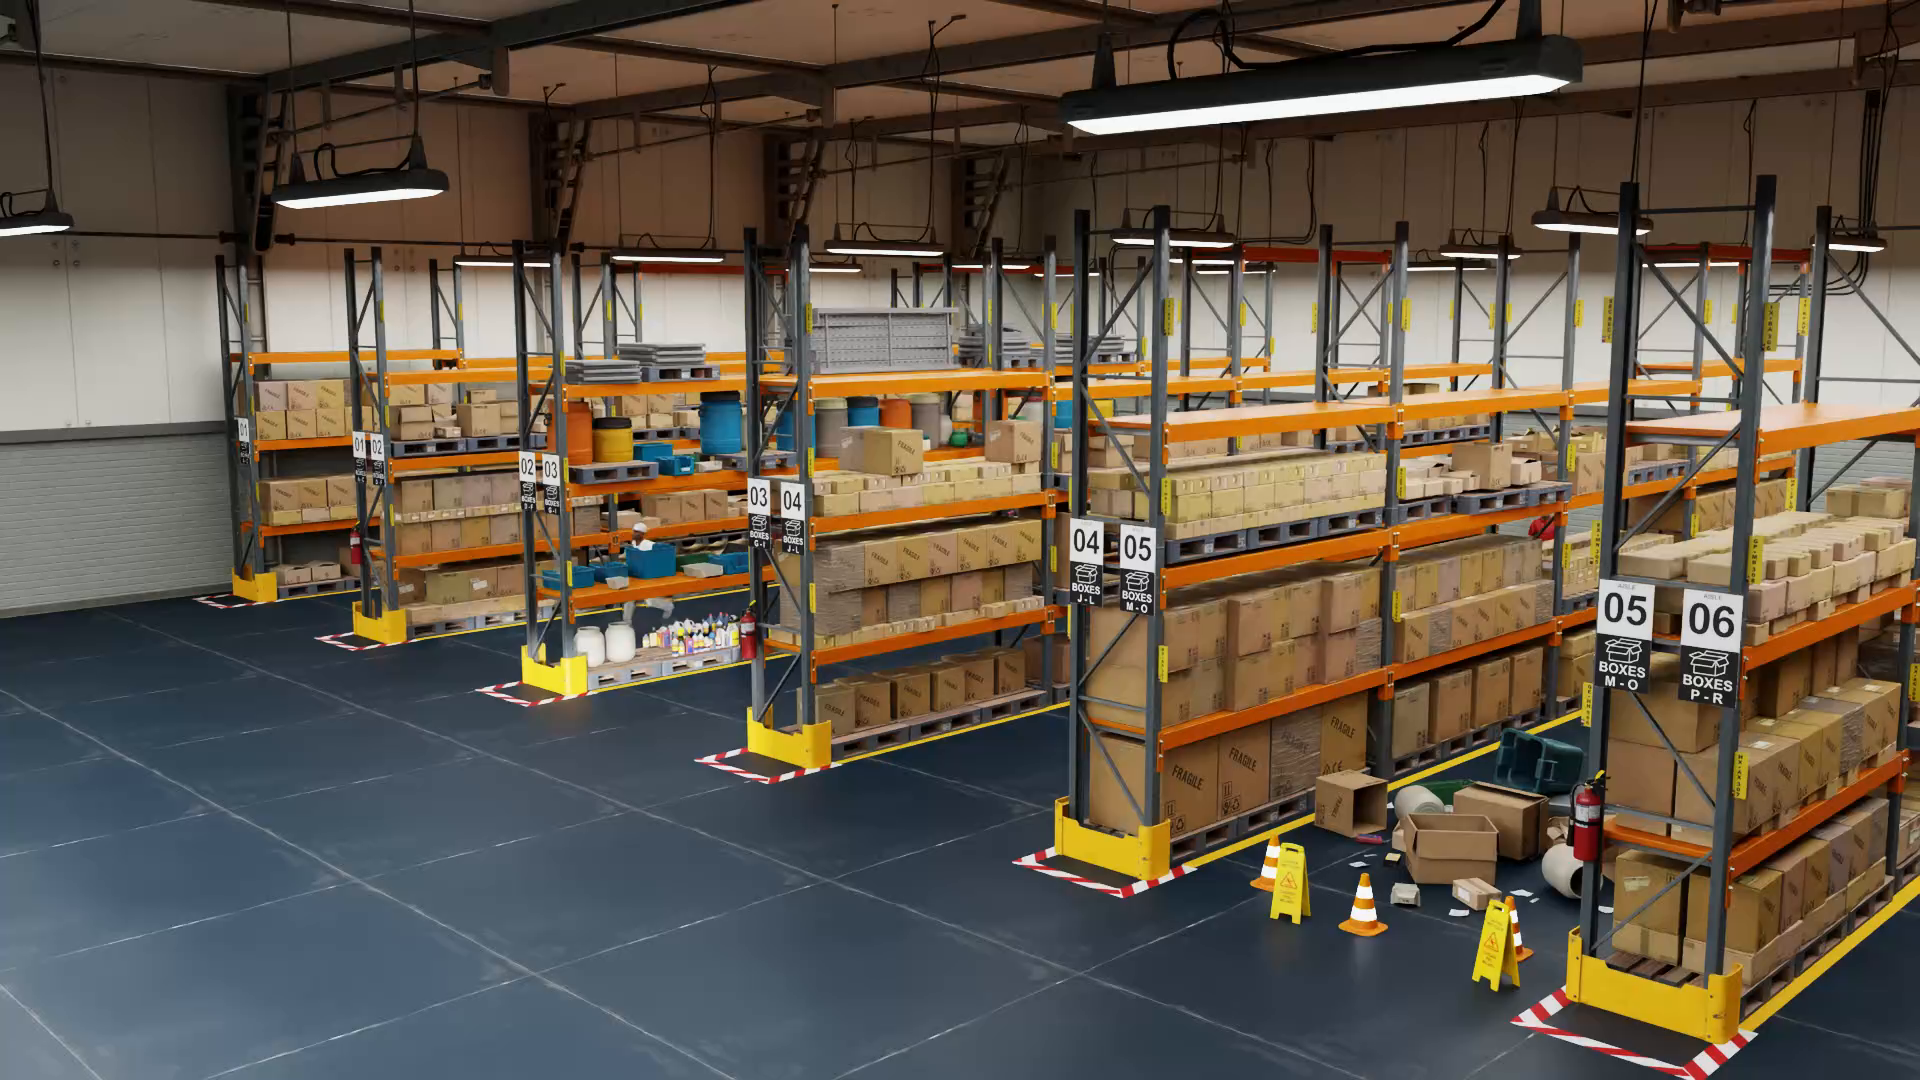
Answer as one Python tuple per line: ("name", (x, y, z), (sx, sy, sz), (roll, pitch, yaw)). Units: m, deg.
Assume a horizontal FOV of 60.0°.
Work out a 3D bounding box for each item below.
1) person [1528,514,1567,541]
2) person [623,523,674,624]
("person", (10.274, 0.217, 29.112), (0.647, 1.660, 0.557), (3, 9, 18))
("person", (-4.978, 0.607, 26.192), (0.667, 1.766, 1.128), (6, 10, 36))
